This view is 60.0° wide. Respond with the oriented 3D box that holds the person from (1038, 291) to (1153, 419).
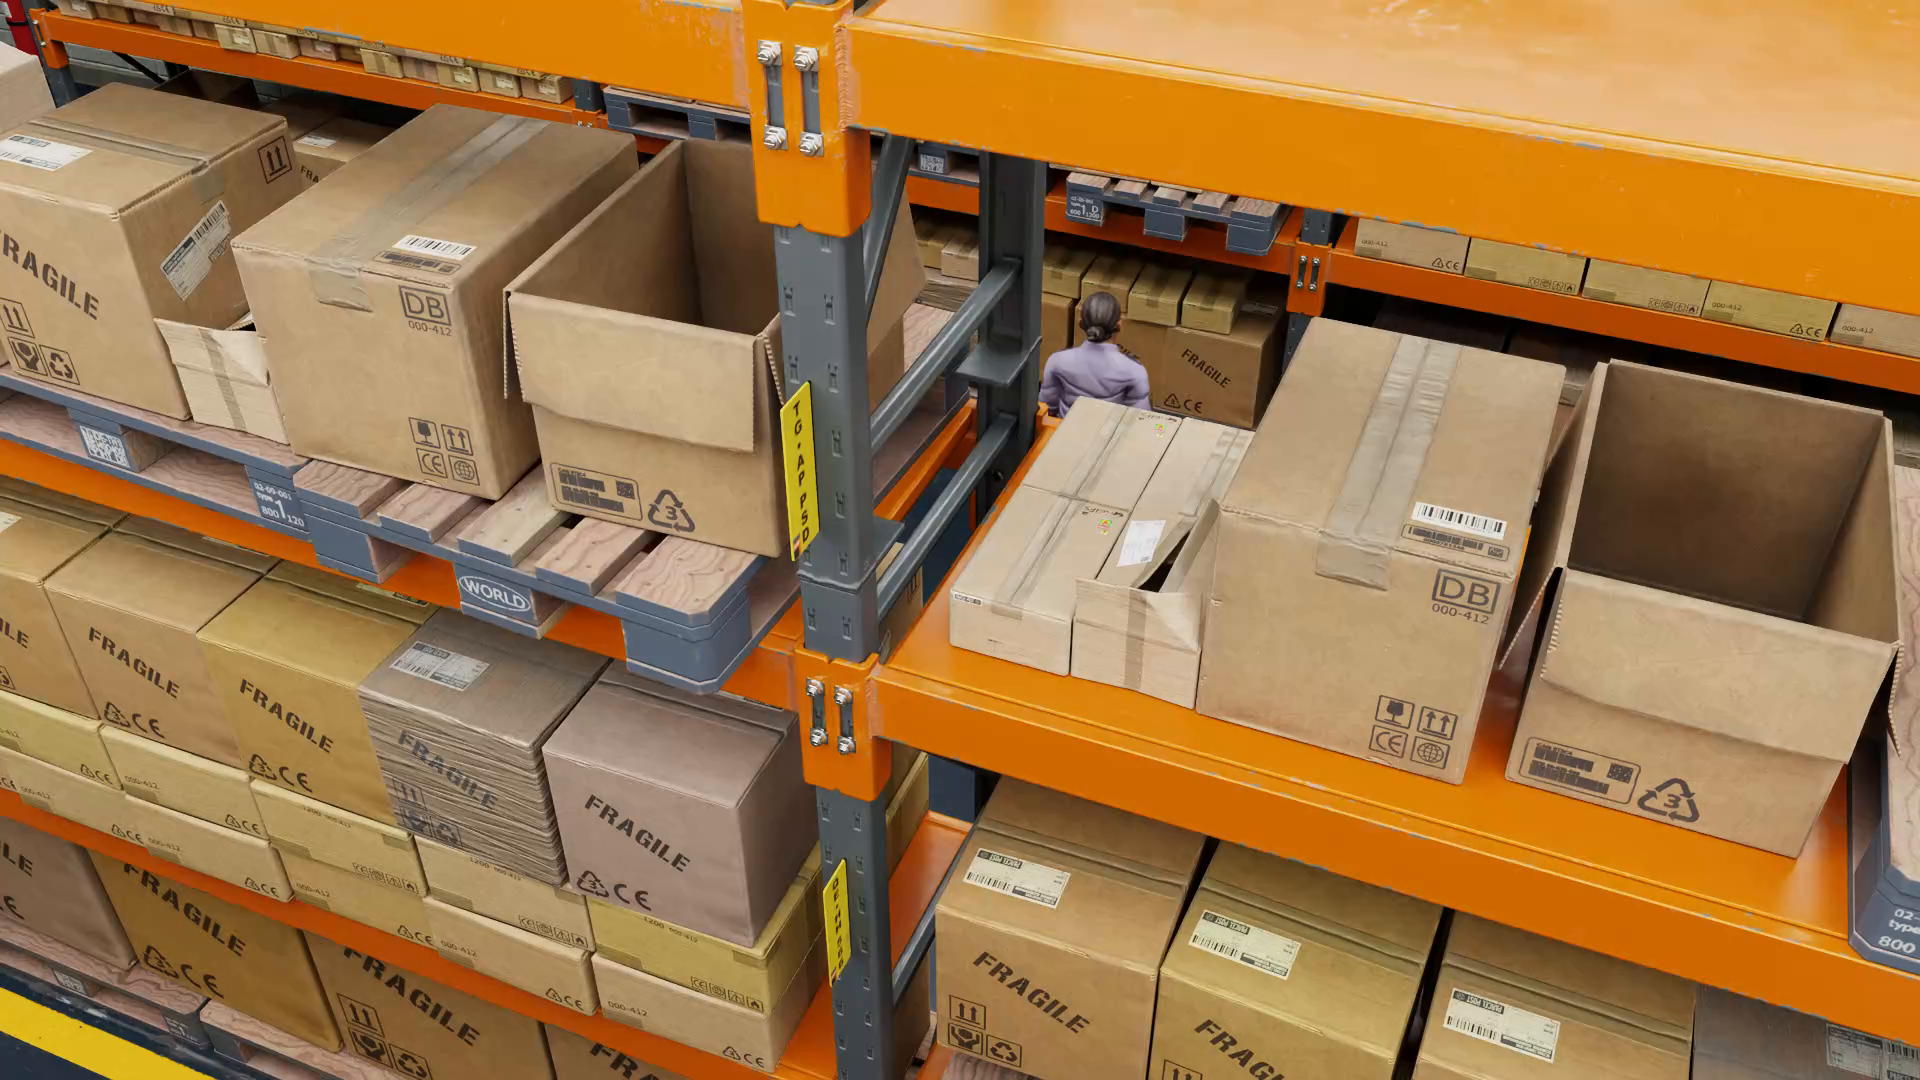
[{"bbox_3d":[0.593,-0.305,7.220,0.560,1.651,0.374,12,39,15],"label":"person"}]
